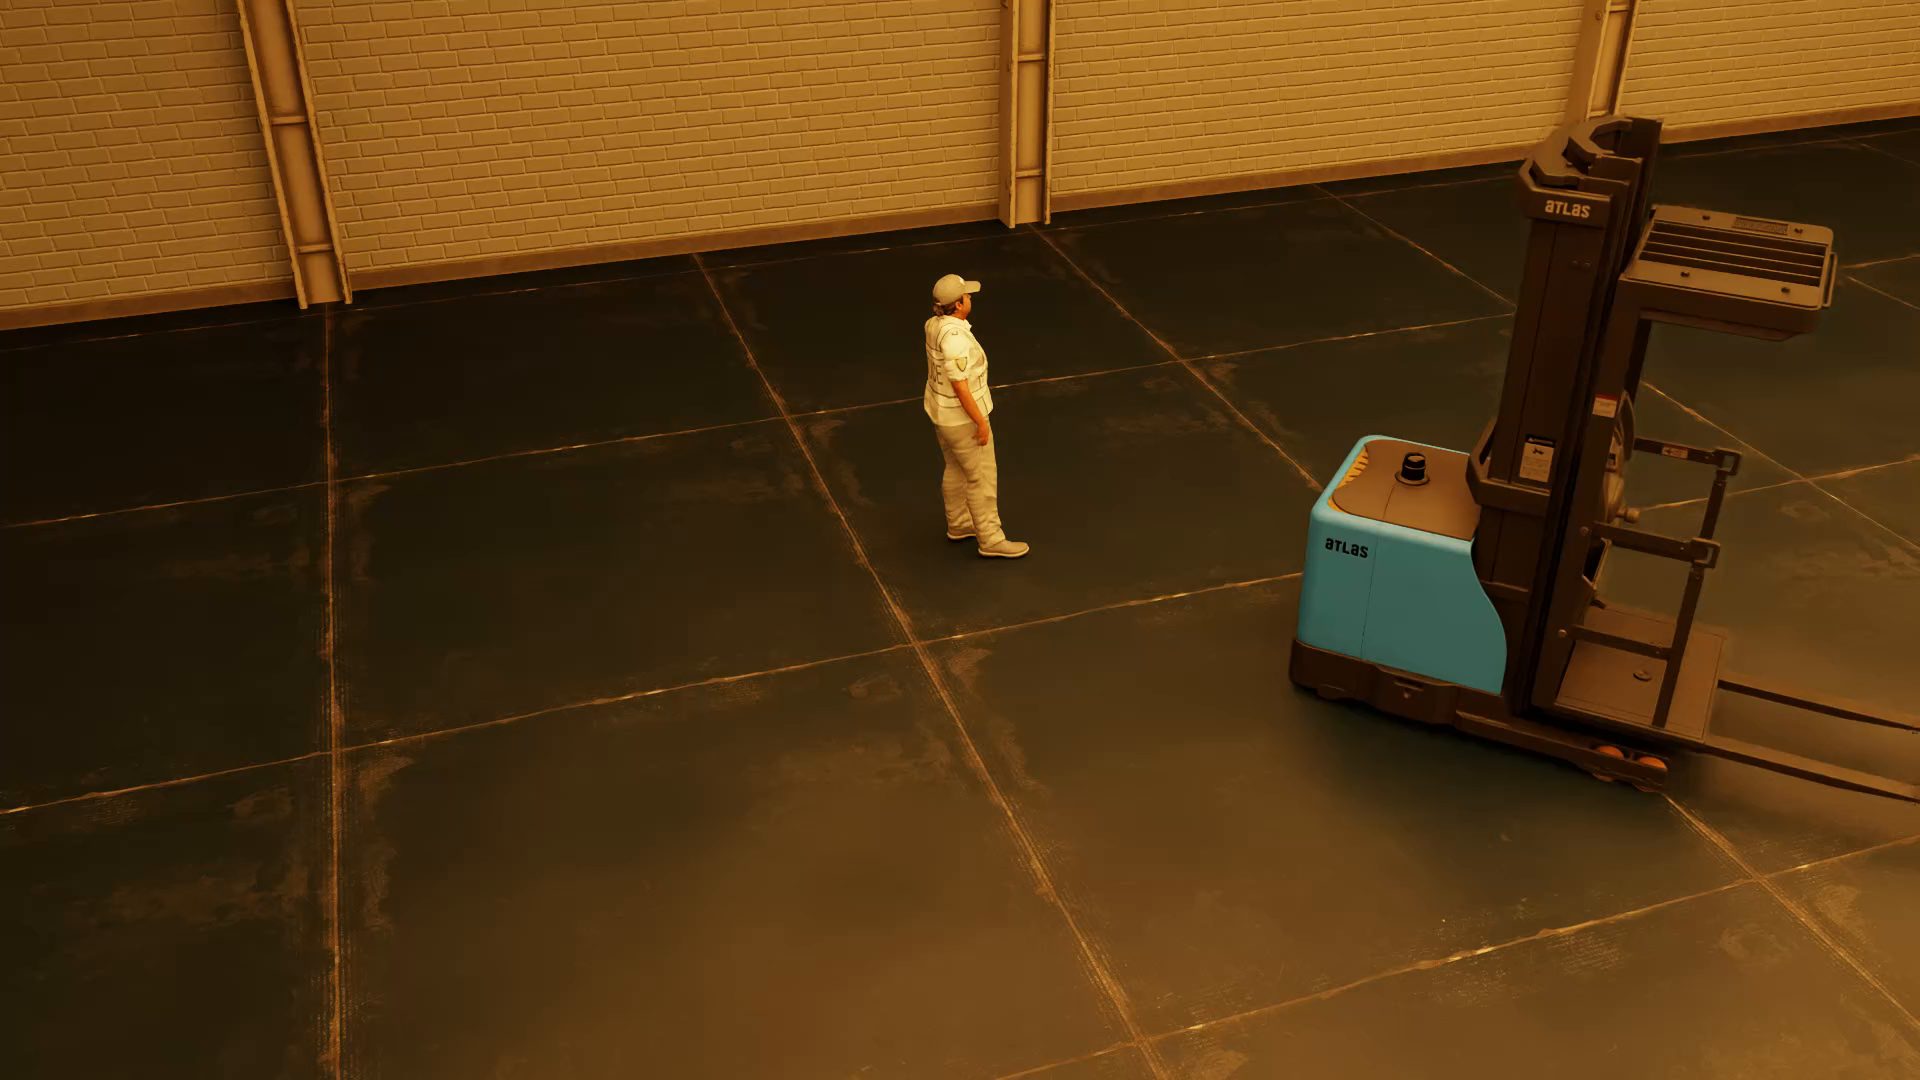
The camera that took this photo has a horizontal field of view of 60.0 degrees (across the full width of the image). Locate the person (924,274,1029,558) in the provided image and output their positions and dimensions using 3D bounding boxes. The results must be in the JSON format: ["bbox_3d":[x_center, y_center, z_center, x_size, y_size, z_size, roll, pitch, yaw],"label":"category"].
[{"bbox_3d":[0.080,-0.731,9.609,0.529,1.670,0.599,-10,31,-16],"label":"person"}]

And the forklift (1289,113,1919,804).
[{"bbox_3d":[3.264,-0.370,7.730,3.031,2.935,1.130,14,33,23],"label":"forklift"}]
